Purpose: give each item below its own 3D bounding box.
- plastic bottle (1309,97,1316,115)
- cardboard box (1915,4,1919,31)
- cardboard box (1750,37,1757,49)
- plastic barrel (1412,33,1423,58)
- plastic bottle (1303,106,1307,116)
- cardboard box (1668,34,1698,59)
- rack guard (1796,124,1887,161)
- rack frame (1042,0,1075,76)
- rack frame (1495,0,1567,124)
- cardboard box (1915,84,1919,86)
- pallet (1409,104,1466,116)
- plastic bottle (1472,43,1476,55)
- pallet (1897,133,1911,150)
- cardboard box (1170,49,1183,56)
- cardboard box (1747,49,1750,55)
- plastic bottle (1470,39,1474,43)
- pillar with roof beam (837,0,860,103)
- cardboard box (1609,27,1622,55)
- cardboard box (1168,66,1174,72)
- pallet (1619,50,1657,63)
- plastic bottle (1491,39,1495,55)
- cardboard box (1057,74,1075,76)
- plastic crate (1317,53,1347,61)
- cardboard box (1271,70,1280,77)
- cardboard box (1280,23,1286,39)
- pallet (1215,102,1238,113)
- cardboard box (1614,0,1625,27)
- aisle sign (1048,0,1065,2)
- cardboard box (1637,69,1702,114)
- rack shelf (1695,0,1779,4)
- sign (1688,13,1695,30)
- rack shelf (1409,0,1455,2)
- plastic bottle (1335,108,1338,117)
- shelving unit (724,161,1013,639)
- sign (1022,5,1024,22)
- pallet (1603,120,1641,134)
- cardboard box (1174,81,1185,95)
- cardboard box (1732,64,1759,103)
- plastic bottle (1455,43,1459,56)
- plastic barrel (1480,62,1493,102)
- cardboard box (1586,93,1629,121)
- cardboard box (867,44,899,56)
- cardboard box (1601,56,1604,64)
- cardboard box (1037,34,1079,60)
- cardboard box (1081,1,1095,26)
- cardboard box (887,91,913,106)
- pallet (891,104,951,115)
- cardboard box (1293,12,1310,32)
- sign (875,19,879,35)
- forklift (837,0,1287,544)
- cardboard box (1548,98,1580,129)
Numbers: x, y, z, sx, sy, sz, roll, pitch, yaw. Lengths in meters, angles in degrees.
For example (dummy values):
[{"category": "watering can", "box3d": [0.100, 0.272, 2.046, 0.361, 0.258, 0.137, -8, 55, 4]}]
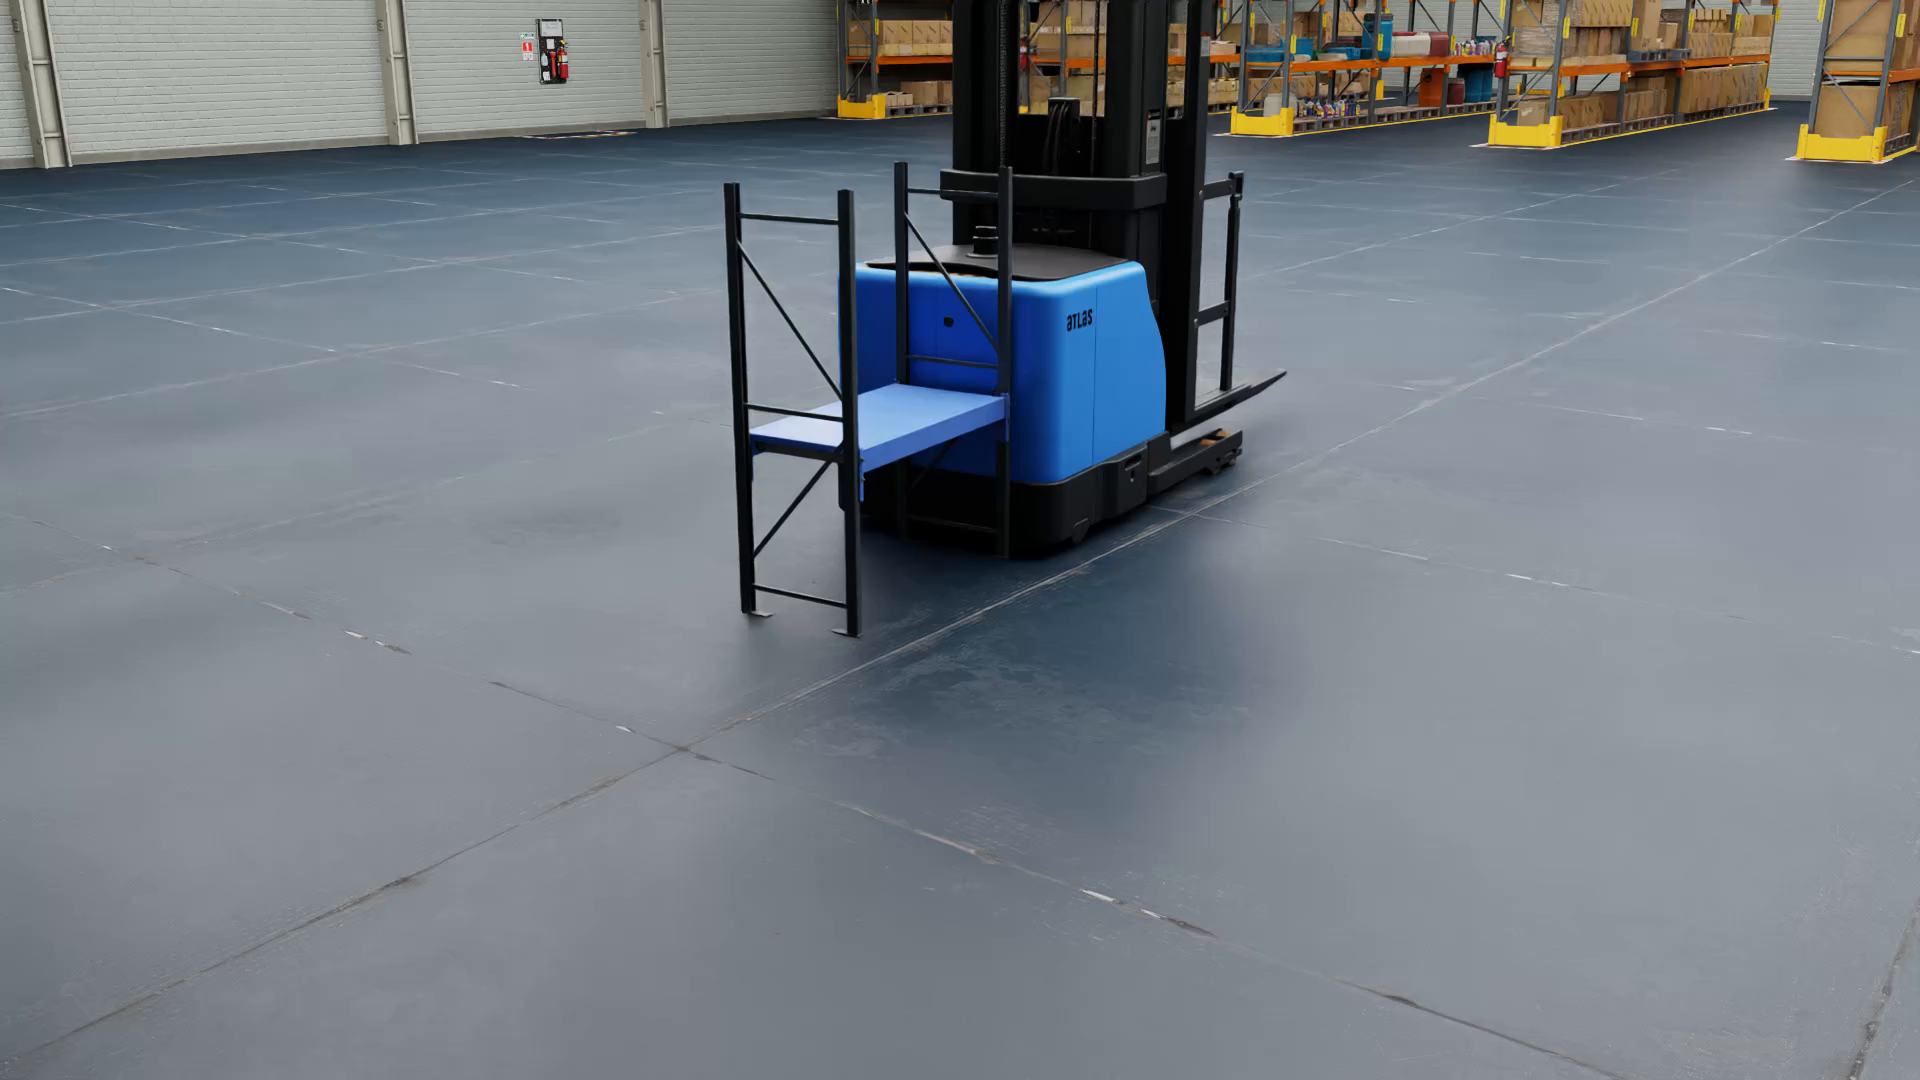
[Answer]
[{"category": "plastic bottle", "box3d": [7.163, -8.843, 33.887, 0.144, 0.351, 0.185, 11, 21, 32]}, {"category": "cardboard box", "box3d": [15.077, -8.536, 27.099, 0.875, 0.550, 0.550, 12, 21, 35]}, {"category": "cardboard box", "box3d": [18.229, -11.586, 38.747, 0.500, 0.250, 0.500, 12, 21, 35]}, {"category": "plastic barrel", "box3d": [9.781, -10.685, 35.905, 0.421, 0.512, 0.421, 0, 17, 0]}, {"category": "plastic bottle", "box3d": [6.922, -8.615, 33.405, 0.097, 0.201, 0.097, 0, 17, 0]}, {"category": "cardboard box", "box3d": [14.959, -10.255, 34.539, 0.500, 0.500, 0.500, 13, 22, 36]}, {"category": "rack guard", "box3d": [13.593, -6.134, 25.653, 1.175, 0.500, 0.348, 12, 21, 35]}, {"category": "rack frame", "box3d": [2.517, -12.765, 42.792, 1.000, 3.000, 0.127, 12, 21, 35]}, {"category": "rack frame", "box3d": [9.685, -8.234, 28.201, 1.000, 3.000, 0.127, 12, 21, 35]}, {"category": "cardboard box", "box3d": [16.866, -7.805, 29.905, 1.050, 0.750, 0.750, 12, 21, 35]}, {"category": "pallet", "box3d": [10.910, -9.878, 38.197, 1.003, 0.211, 1.213, 12, 21, 35]}, {"category": "plastic bottle", "box3d": [11.817, -11.332, 38.385, 0.152, 0.276, 0.135, 12, 21, 35]}, {"category": "pallet", "box3d": [15.475, -6.787, 28.243, 1.003, 0.211, 1.213, 12, 21, 35]}, {"category": "cardboard box", "box3d": [4.806, -10.993, 37.509, 0.380, 0.149, 0.250, 12, 21, 35]}, {"category": "cardboard box", "box3d": [18.050, -11.293, 38.474, 0.380, 0.149, 0.250, 13, 21, 35]}, {"category": "plastic bottle", "box3d": [12.363, -11.907, 40.113, 0.144, 0.351, 0.185, 12, 21, 35]}, {"category": "pillar with roof beam", "box3d": [0.930, -13.284, 34.346, 9.100, 9.000, 0.400, 12, 21, 35]}, {"category": "cardboard box", "box3d": [11.750, -9.280, 30.900, 0.875, 0.500, 0.500, 12, 21, 35]}, {"category": "cardboard box", "box3d": [5.779, -13.244, 46.746, 0.380, 0.149, 0.250, 13, 22, 37]}, {"category": "pallet", "box3d": [12.640, -9.251, 31.800, 1.003, 0.211, 1.213, 12, 21, 35]}, {"category": "plastic bottle", "box3d": [12.572, -11.667, 39.339, 0.144, 0.351, 0.185, 12, 21, 35]}, {"category": "cardboard box", "box3d": [2.396, -9.652, 35.431, 0.500, 0.500, 0.500, 12, 21, 35]}, {"category": "plastic crate", "box3d": [7.326, -9.504, 32.736, 0.530, 0.136, 0.437, 12, 21, 35]}, {"category": "cardboard box", "box3d": [7.801, -11.908, 42.239, 0.500, 0.250, 0.500, 12, 21, 35]}, {"category": "cardboard box", "box3d": [7.878, -12.660, 41.577, 0.700, 0.500, 0.500, 7, 19, 21]}, {"category": "pallet", "box3d": [5.976, -10.370, 39.781, 1.003, 0.211, 1.213, 12, 21, 35]}, {"category": "cardboard box", "box3d": [11.724, -9.579, 30.175, 0.500, 0.500, 0.500, 12, 21, 35]}, {"category": "aisle sign", "box3d": [1.938, -11.157, 33.230, 0.394, 0.787, 0.004, 12, 21, 35]}, {"category": "cardboard box", "box3d": [14.879, -9.486, 35.107, 1.225, 0.875, 0.875, 11, 21, 32]}, {"category": "rack shelf", "box3d": [18.026, -12.657, 38.600, 1.077, 0.370, 4.000, 12, 21, 35]}, {"category": "sign", "box3d": [14.893, -10.561, 33.875, 0.100, 0.325, 0.005, 12, 21, 35]}, {"category": "rack shelf", "box3d": [9.282, -11.627, 35.283, 1.077, 0.370, 4.000, 12, 21, 35]}, {"category": "plastic bottle", "box3d": [7.483, -8.538, 33.155, 0.097, 0.201, 0.097, 0, 17, 0]}, {"category": "shelving unit", "box3d": [-0.292, -0.551, 5.991, 0.538, 1.500, 1.048, 10, 20, 30]}, {"category": "sign", "box3d": [1.303, -10.751, 33.953, 0.100, 0.325, 0.005, 12, 21, 35]}, {"category": "pallet", "box3d": [12.531, -8.041, 32.280, 1.003, 0.211, 1.213, 12, 21, 35]}, {"category": "cardboard box", "box3d": [4.863, -10.266, 37.727, 0.500, 0.311, 0.500, 12, 21, 34]}, {"category": "cardboard box", "box3d": [18.359, -10.847, 39.491, 0.875, 0.875, 0.875, 12, 21, 35]}, {"category": "plastic bottle", "box3d": [11.223, -11.075, 37.546, 0.061, 0.283, 0.133, 12, 21, 35]}, {"category": "plastic barrel", "box3d": [12.519, -11.039, 40.064, 0.600, 0.901, 0.708, 12, 21, 35]}, {"category": "cardboard box", "box3d": [12.451, -8.345, 32.033, 0.700, 0.500, 0.500, 11, 20, 31]}, {"category": "cardboard box", "box3d": [-1.704, -10.858, 36.869, 0.500, 0.250, 0.500, 12, 21, 33]}, {"category": "cardboard box", "box3d": [11.391, -8.675, 30.043, 0.380, 0.149, 0.250, 12, 21, 35]}, {"category": "cardboard box", "box3d": [2.019, -10.142, 34.176, 0.700, 0.500, 0.500, 12, 21, 35]}, {"category": "cardboard box", "box3d": [2.360, -10.900, 34.431, 0.700, 0.500, 0.500, 12, 21, 33]}, {"category": "cardboard box", "box3d": [-1.425, -10.070, 37.907, 0.500, 0.311, 0.500, 15, 22, 39]}, {"category": "pallet", "box3d": [-0.965, -10.023, 38.663, 1.003, 0.211, 1.213, 12, 21, 35]}, {"category": "cardboard box", "box3d": [8.974, -13.535, 43.416, 0.500, 0.500, 0.500, 13, 21, 35]}, {"category": "sign", "box3d": [-1.814, -11.177, 36.219, 0.100, 0.325, 0.005, 12, 21, 35]}, {"category": "forklift", "box3d": [0.686, -1.767, 7.490, 1.130, 2.935, 3.031, 10, 20, 30]}, {"category": "cardboard box", "box3d": [10.787, -7.681, 29.926, 0.500, 0.500, 0.500, 15, 23, 40]}]
